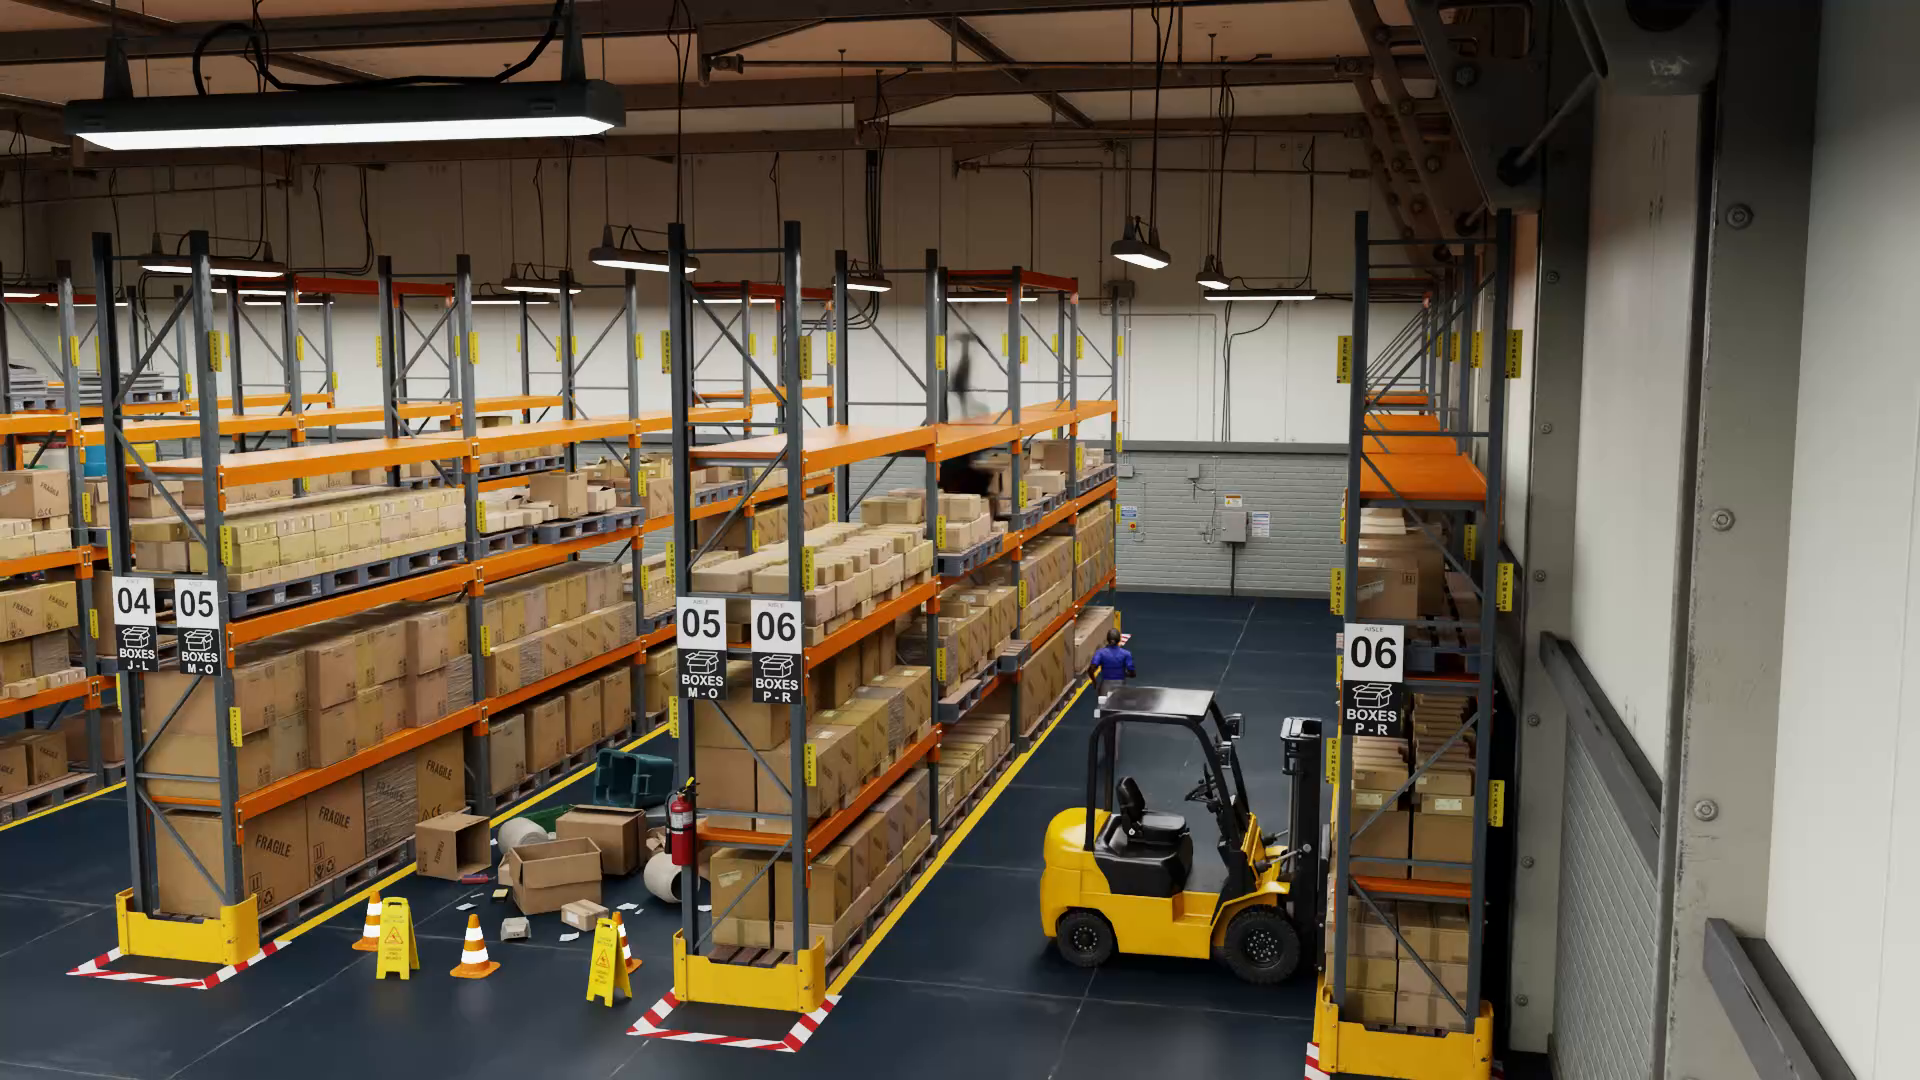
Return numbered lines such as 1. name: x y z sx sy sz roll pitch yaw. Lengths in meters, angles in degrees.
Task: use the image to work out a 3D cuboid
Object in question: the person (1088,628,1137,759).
1. person: 1.852 1.901 20.205 0.580 1.653 0.910 1 7 9
